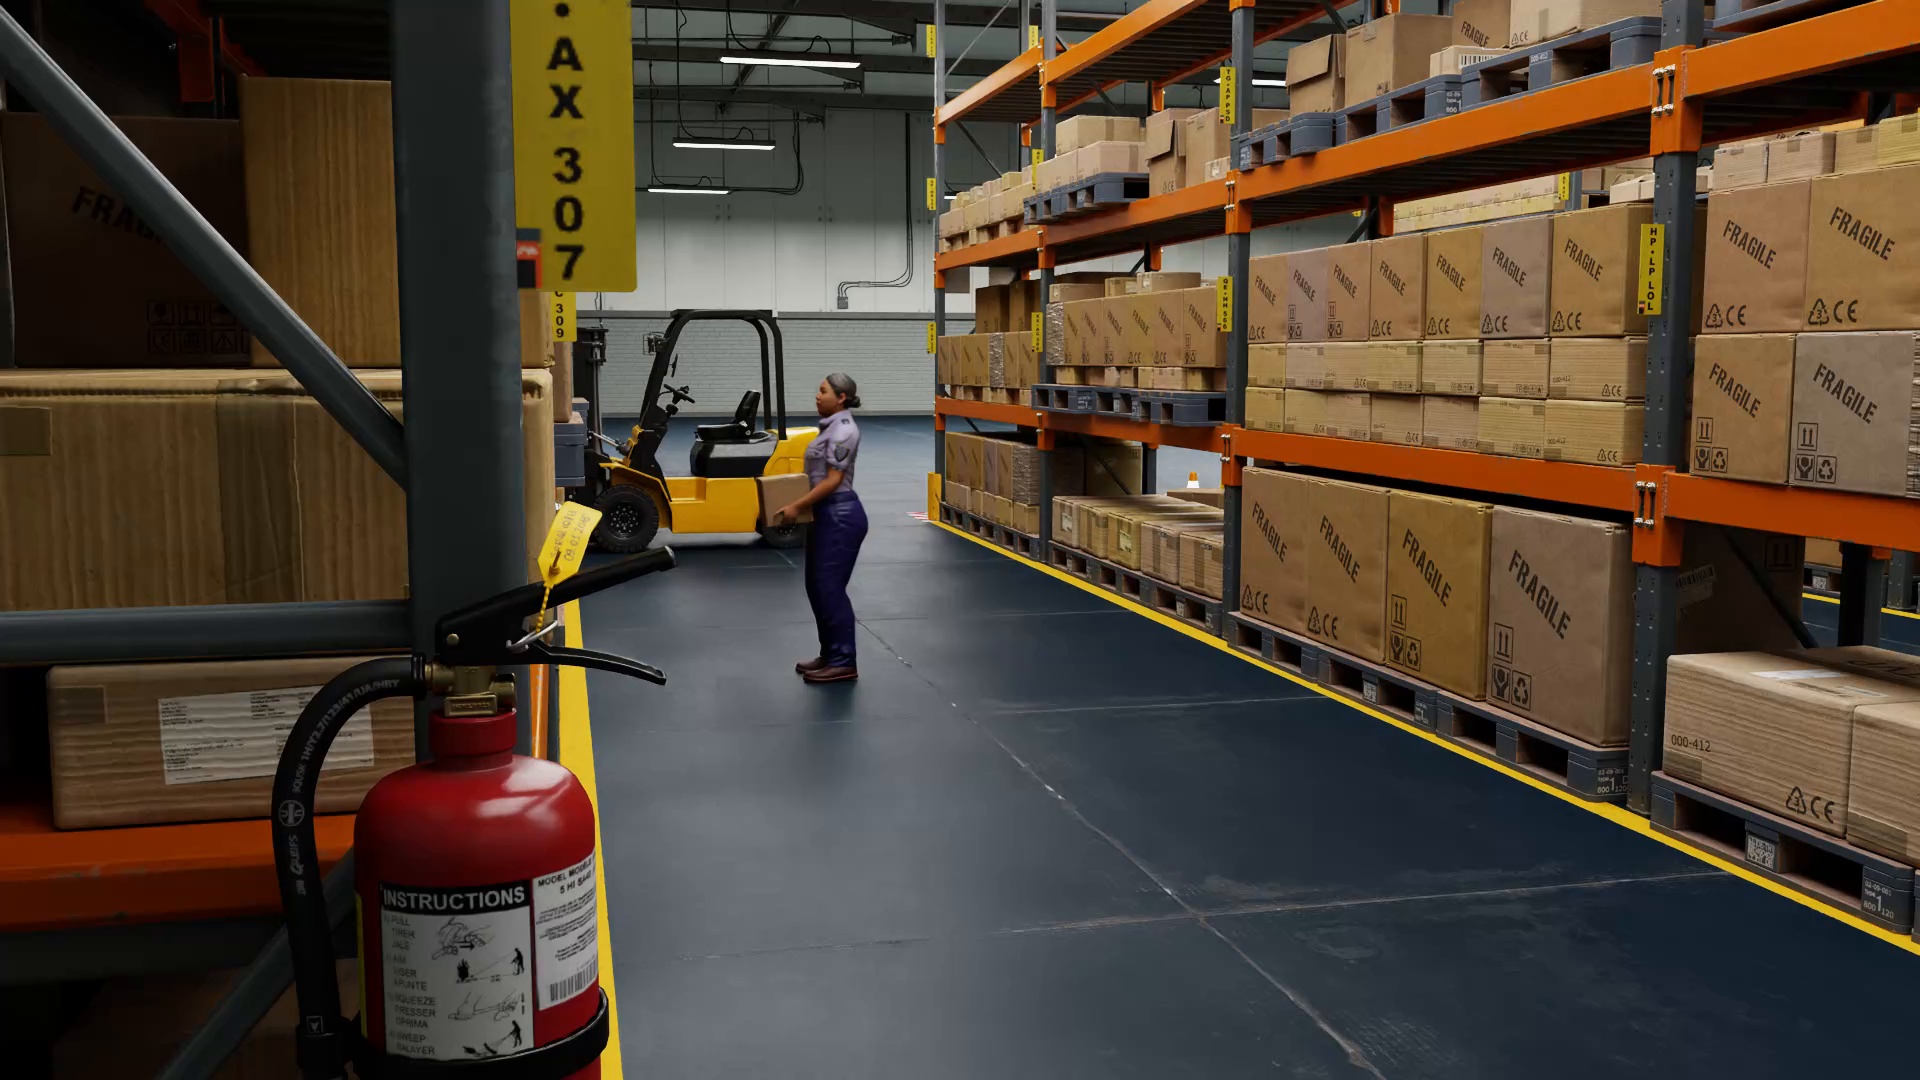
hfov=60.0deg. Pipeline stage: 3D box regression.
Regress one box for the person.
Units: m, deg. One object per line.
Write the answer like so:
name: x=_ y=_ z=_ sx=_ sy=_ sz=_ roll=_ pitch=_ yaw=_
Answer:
person: x=-0.761 y=-0.077 z=8.944 sx=0.511 sy=1.647 sz=0.471 roll=-2 pitch=6 yaw=-14
